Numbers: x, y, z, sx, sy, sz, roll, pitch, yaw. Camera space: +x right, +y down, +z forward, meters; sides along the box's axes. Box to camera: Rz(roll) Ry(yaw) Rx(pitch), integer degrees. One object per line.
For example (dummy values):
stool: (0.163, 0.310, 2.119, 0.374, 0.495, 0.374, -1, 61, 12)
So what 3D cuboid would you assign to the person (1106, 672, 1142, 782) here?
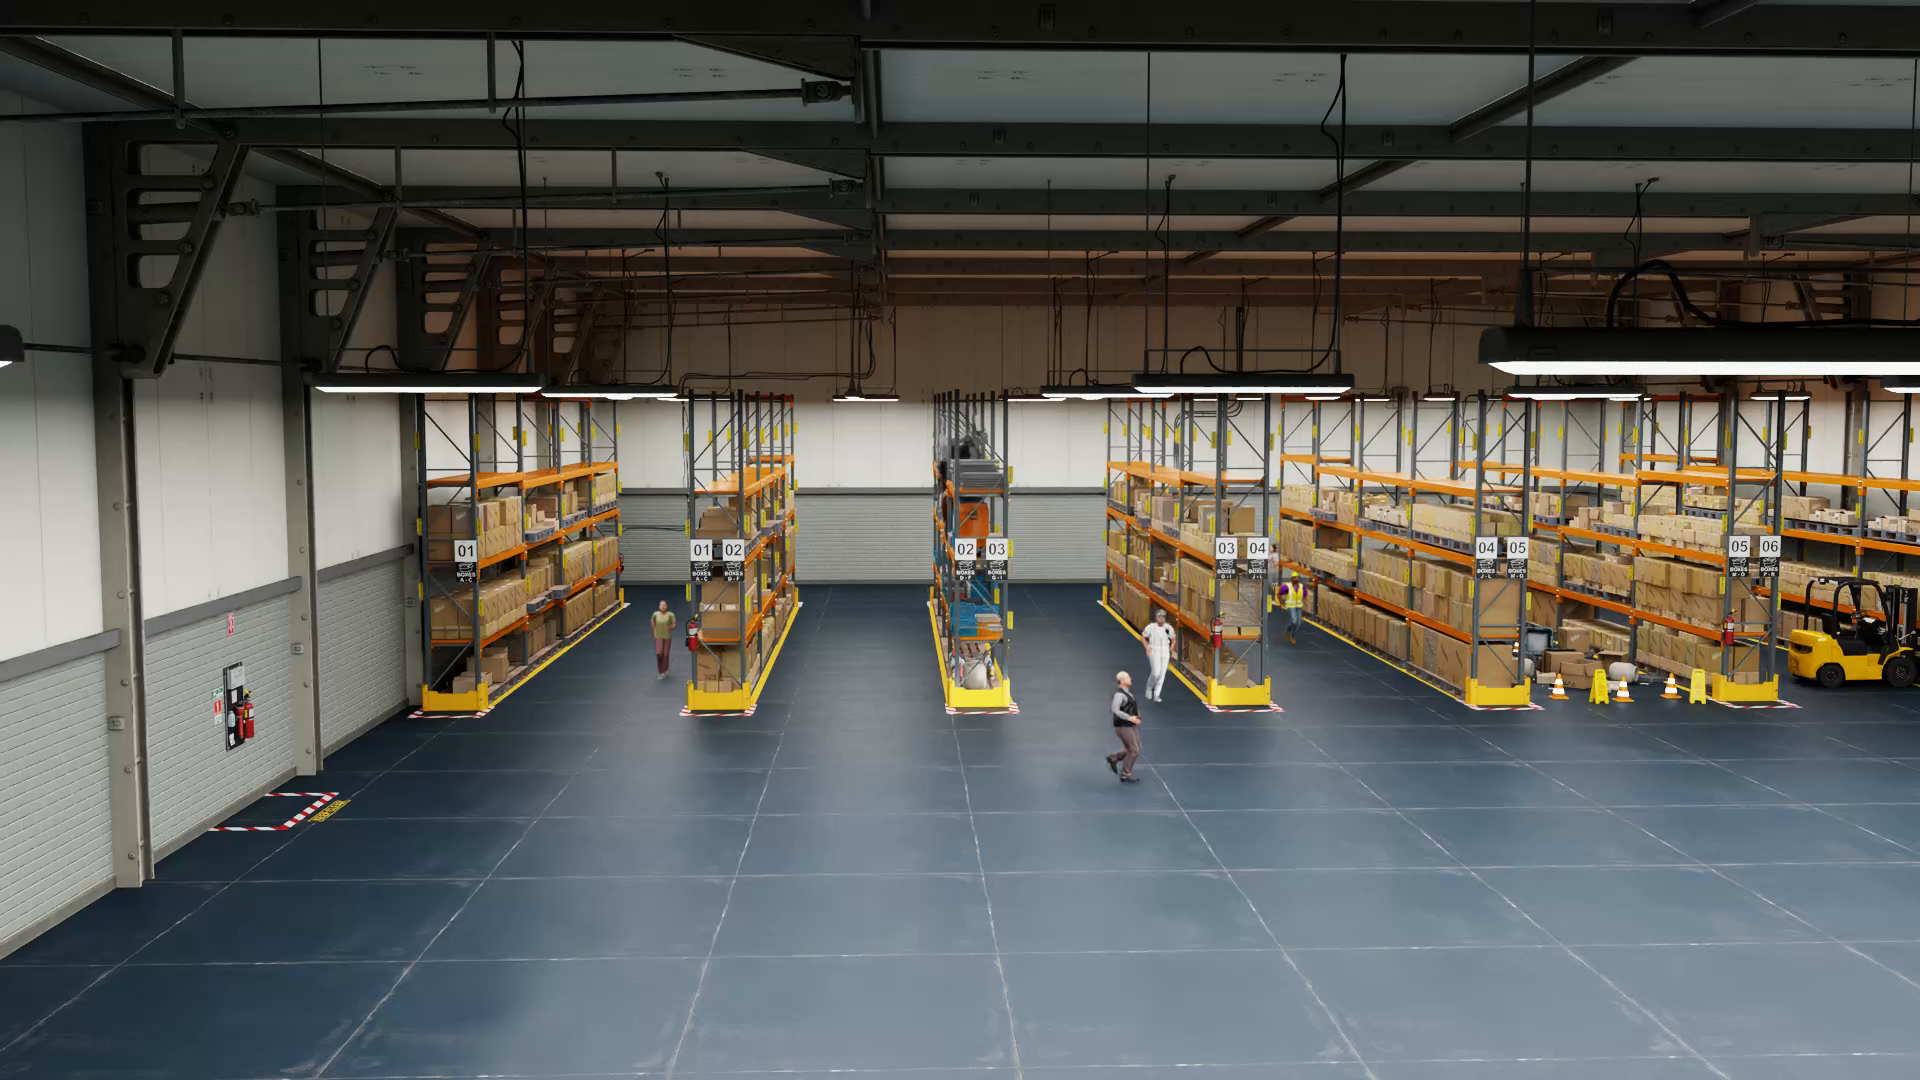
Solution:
person: (2.496, 2.828, 25.243, 0.609, 1.672, 0.657, 2, 5, 19)

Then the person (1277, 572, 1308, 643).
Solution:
person: (7.985, 1.621, 39.651, 0.692, 1.724, 0.607, -1, 5, -11)

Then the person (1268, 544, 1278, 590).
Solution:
person: (9.046, 0.938, 48.820, 0.534, 1.647, 0.603, -1, 5, -14)

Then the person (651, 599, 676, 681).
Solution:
person: (-6.179, 2.075, 34.711, 0.493, 1.700, 0.799, -1, 5, -13)

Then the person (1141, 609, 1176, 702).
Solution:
person: (3.848, 2.218, 31.943, 0.653, 1.781, 0.578, -1, 5, -7)
